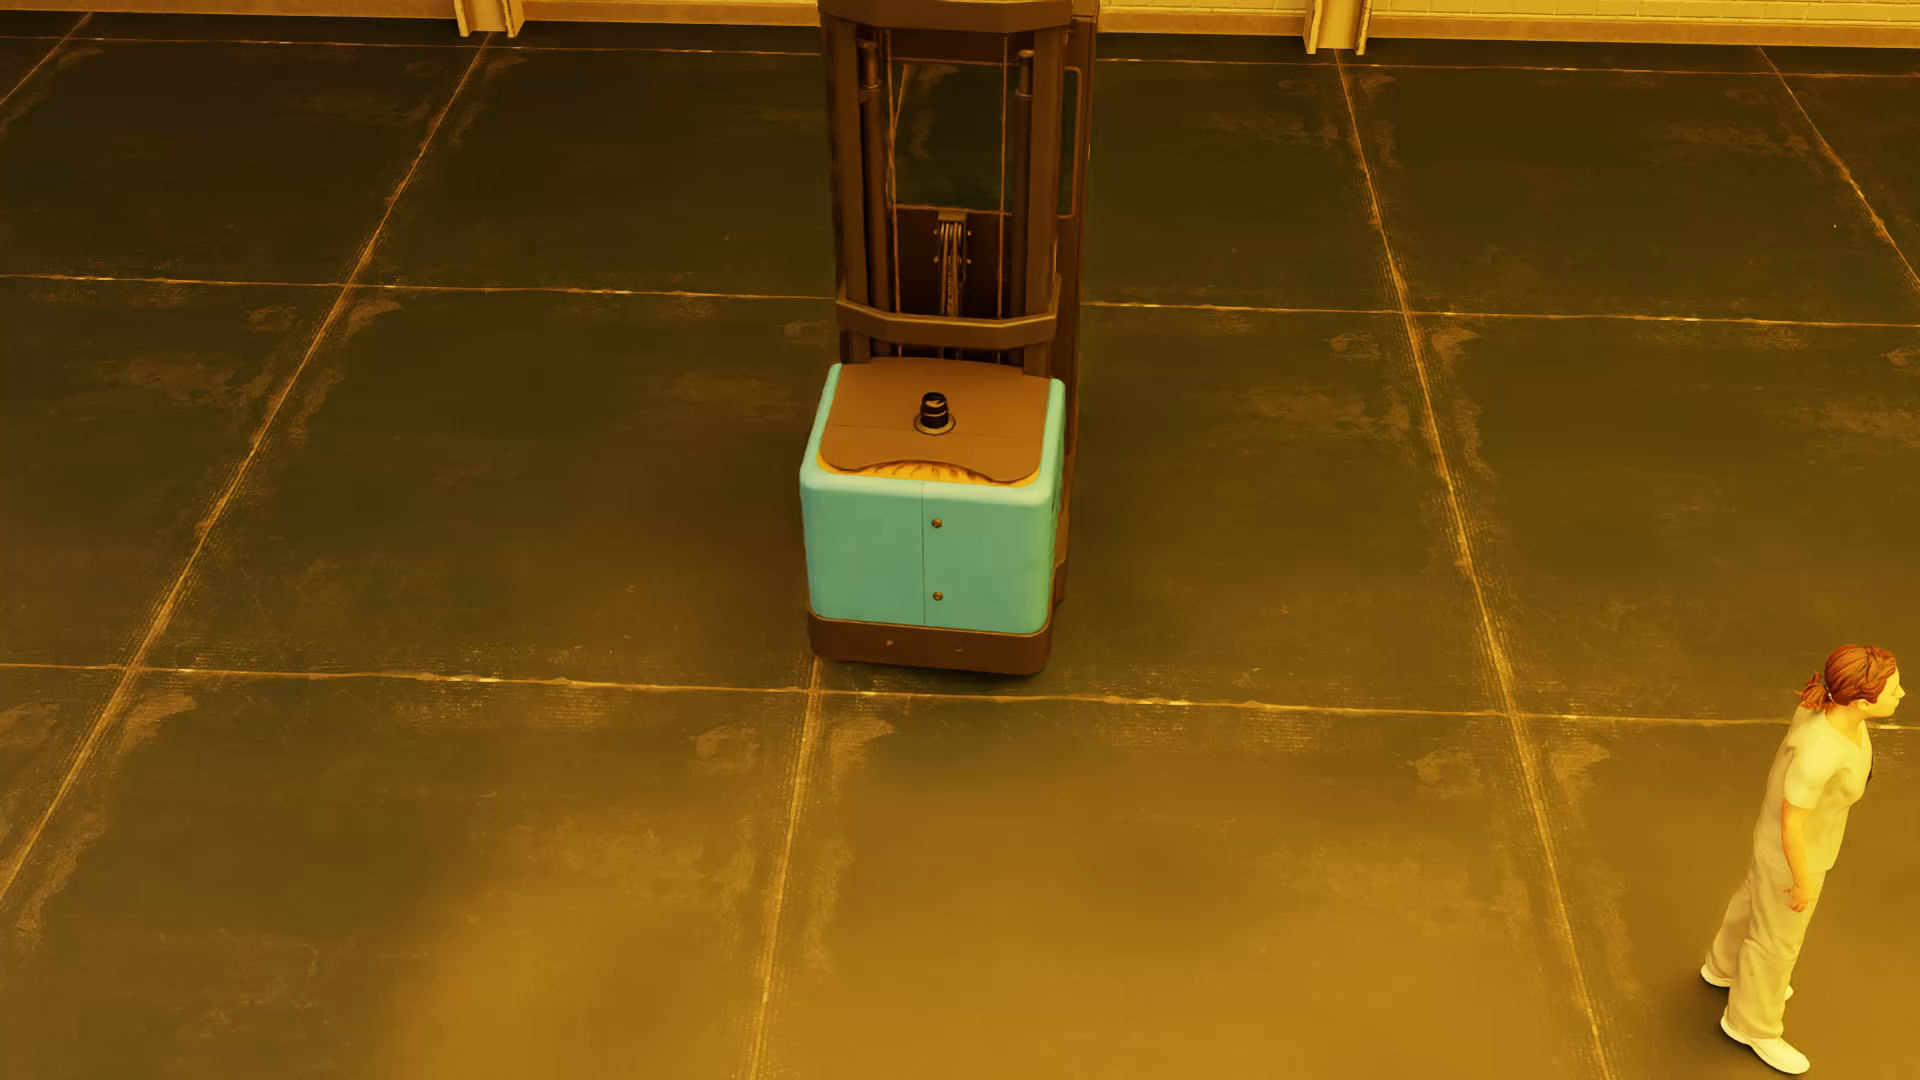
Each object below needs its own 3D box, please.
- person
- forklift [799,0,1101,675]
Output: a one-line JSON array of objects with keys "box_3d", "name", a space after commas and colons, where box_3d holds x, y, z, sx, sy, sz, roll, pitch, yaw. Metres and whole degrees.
[{"box_3d": [2.858, 1.028, 5.537, 0.548, 1.673, 0.550, 22, 47, 22], "name": "person"}, {"box_3d": [0.022, -1.493, 7.377, 1.130, 2.935, 3.031, 4, 43, 5], "name": "forklift"}]
